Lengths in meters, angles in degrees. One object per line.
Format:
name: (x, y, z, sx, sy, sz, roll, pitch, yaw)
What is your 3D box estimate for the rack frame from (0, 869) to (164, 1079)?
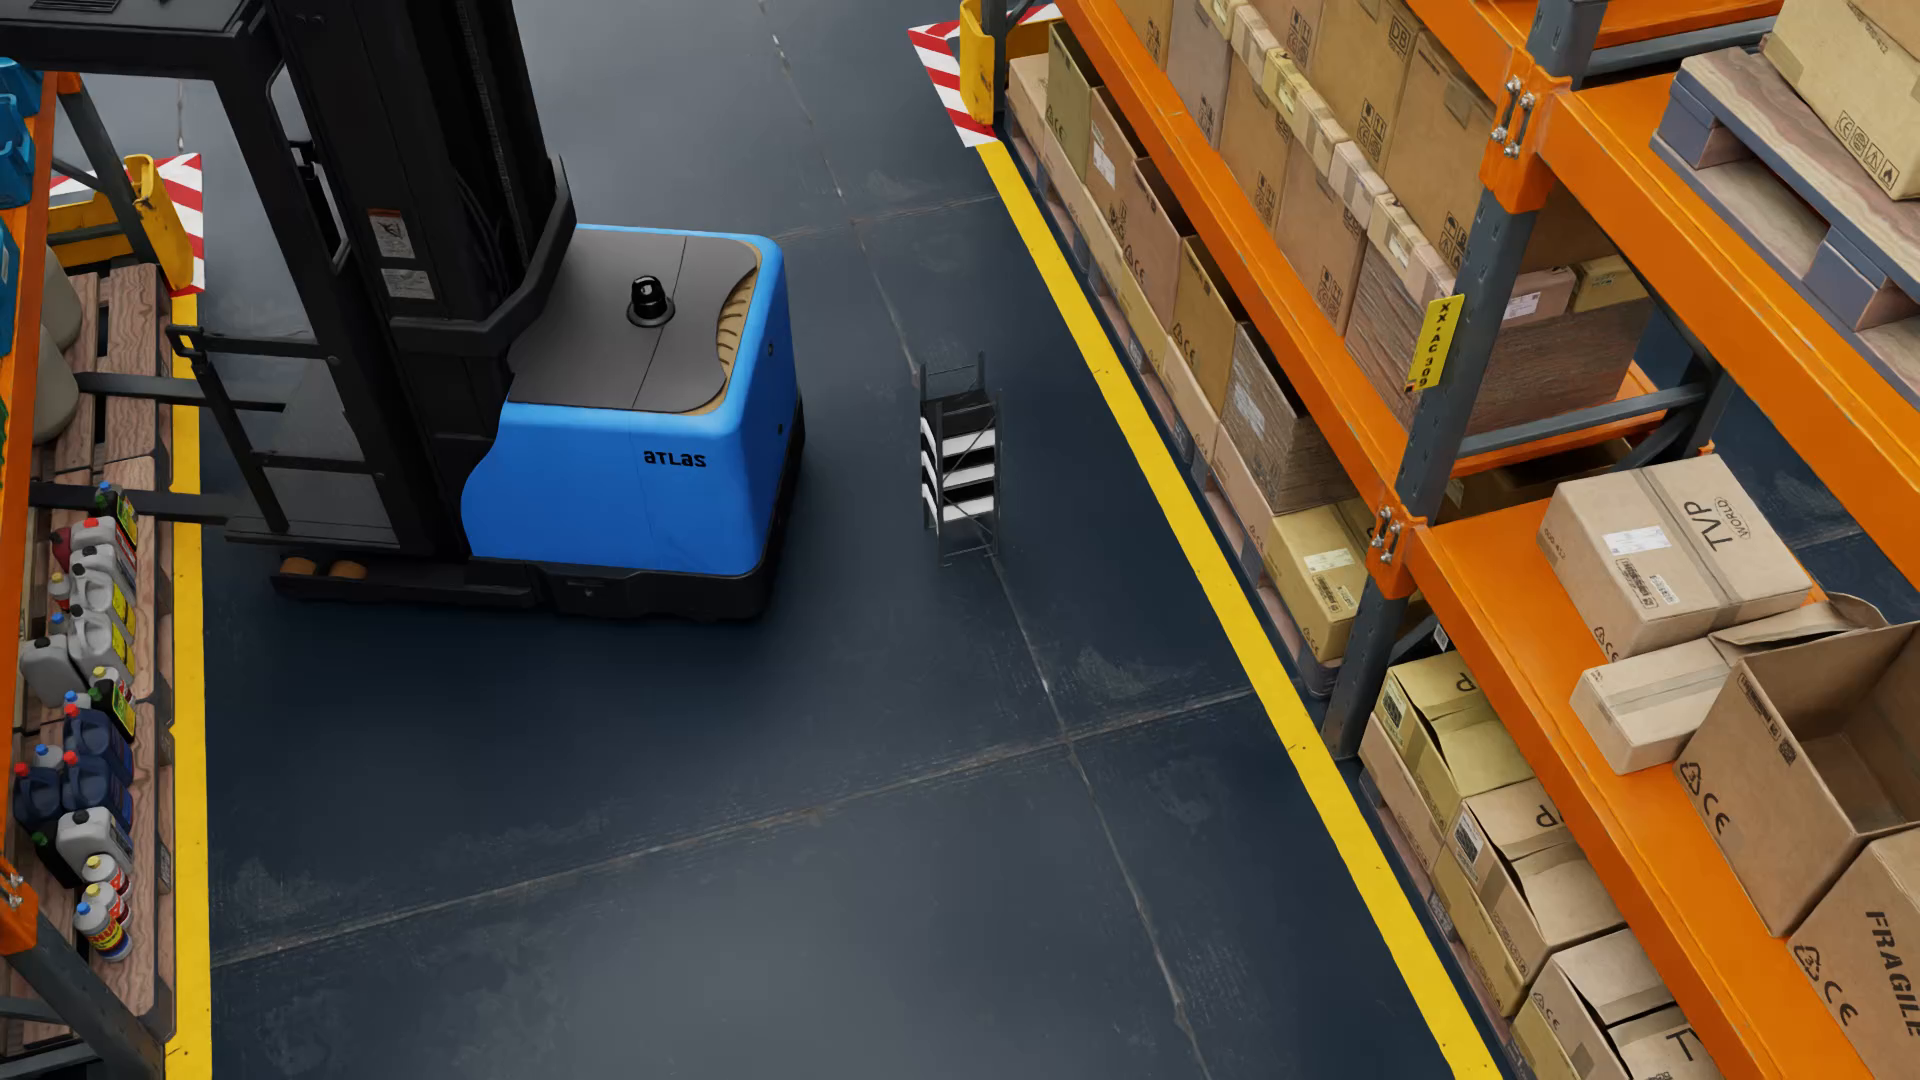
rack frame: (-2.951, 0.778, 3.922, 1.000, 3.000, 0.127, -13, 51, -11)

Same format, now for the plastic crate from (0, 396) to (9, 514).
plastic crate: (-3.083, -0.209, 4.892, 0.450, 0.188, 0.662, -13, 51, -11)

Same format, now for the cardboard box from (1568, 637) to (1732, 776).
cardboard box: (1.849, 0.435, 4.375, 0.380, 0.149, 0.250, -13, 51, -11)

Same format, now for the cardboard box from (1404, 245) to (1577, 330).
cardboard box: (1.497, -0.730, 4.704, 0.380, 0.149, 0.250, -13, 51, -11)

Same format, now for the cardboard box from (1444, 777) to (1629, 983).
cardboard box: (1.809, 0.956, 4.929, 0.500, 0.311, 0.500, -14, 51, -11)

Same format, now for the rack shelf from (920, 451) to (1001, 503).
rack shelf: (0.002, -0.263, 6.216, 0.258, 0.077, 0.200, -13, 51, -11)

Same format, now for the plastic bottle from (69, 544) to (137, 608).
plastic bottle: (-3.082, 0.127, 5.965, 0.152, 0.276, 0.135, -15, 51, -12)

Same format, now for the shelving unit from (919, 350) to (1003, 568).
shelving unit: (0.002, -0.284, 6.191, 0.258, 0.900, 0.210, -13, 51, -11)

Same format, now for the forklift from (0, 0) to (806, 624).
forklift: (-2.181, -1.109, 5.557, 3.031, 2.935, 1.130, 4, 50, 4)

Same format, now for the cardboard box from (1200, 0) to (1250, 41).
cardboard box: (1.042, -1.851, 5.649, 0.380, 0.149, 0.250, -12, 51, -10)

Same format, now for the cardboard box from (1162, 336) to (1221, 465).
cardboard box: (1.136, -0.607, 6.613, 0.500, 0.250, 0.500, -13, 51, -11)

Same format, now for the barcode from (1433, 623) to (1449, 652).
barcode: (1.460, 0.296, 5.047, 0.001, 0.075, 0.075, -13, 51, -11)

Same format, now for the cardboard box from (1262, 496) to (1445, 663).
cardboard box: (1.436, 0.123, 5.998, 0.500, 0.250, 0.500, -13, 51, -11)

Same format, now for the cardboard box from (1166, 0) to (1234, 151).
cardboard box: (1.185, -1.819, 6.046, 0.700, 0.500, 0.500, -12, 51, -10)

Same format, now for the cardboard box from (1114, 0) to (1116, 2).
cardboard box: (0.885, -2.566, 6.676, 0.700, 0.500, 0.500, -12, 51, -10)

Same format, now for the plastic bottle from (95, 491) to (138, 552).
plastic bottle: (-3.120, -0.086, 6.139, 0.061, 0.283, 0.133, -12, 51, -10)

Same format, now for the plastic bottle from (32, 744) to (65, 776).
plastic bottle: (-2.951, 0.754, 5.439, 0.097, 0.271, 0.097, 0, 50, 0)

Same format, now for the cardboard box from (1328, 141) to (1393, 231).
cardboard box: (1.346, -1.102, 5.017, 0.380, 0.149, 0.250, -15, 51, -12)

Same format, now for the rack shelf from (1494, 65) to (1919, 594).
rack shelf: (2.374, 0.387, 2.760, 1.077, 0.370, 4.000, -13, 51, -11)

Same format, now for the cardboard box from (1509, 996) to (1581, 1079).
cardboard box: (1.970, 1.514, 4.825, 0.500, 0.250, 0.500, -15, 51, -12)

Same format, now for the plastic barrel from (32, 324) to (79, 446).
plastic barrel: (-3.718, -0.647, 6.476, 0.421, 0.512, 0.421, 0, 50, 0)

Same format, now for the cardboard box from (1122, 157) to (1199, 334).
cardboard box: (0.986, -1.213, 6.634, 0.500, 0.500, 0.500, -13, 51, -11)

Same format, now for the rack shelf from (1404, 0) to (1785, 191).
rack shelf: (1.191, -2.535, 5.223, 1.077, 0.370, 4.000, -13, 51, -11)

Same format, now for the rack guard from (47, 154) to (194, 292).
rack guard: (-4.066, -1.293, 7.302, 1.175, 0.500, 0.348, -13, 51, -11)

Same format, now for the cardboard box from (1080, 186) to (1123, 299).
cardboard box: (0.844, -1.338, 7.229, 0.500, 0.250, 0.500, -13, 51, -11)

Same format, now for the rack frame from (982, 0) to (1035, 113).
rack frame: (0.599, -3.260, 7.326, 1.000, 3.000, 0.127, -13, 51, -11)

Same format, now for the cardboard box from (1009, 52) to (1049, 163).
cardboard box: (0.545, -2.067, 7.844, 0.500, 0.250, 0.500, -13, 51, -11)

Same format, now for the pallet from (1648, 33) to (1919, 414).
pallet: (2.055, -0.603, 3.249, 0.805, 0.209, 1.217, -15, 52, -12)

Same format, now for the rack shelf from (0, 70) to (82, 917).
rack shelf: (-3.542, -0.451, 5.428, 1.077, 0.370, 4.000, -13, 51, -11)

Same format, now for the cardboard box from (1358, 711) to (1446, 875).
cardboard box: (1.665, 0.763, 5.459, 0.500, 0.250, 0.500, -14, 51, -12)

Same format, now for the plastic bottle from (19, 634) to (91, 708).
plastic bottle: (-3.109, 0.435, 5.705, 0.152, 0.276, 0.135, -13, 51, -11)

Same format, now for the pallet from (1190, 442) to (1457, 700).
pallet: (1.587, -0.030, 6.427, 1.003, 0.211, 1.213, -13, 51, -11)

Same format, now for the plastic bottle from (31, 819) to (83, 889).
plastic bottle: (-2.850, 0.975, 5.245, 0.061, 0.283, 0.133, -13, 51, -11)

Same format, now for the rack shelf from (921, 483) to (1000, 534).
rack shelf: (0.002, -0.147, 6.354, 0.258, 0.077, 0.200, -13, 51, -11)

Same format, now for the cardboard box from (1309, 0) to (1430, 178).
cardboard box: (1.494, -1.481, 4.912, 0.700, 0.500, 0.500, -13, 51, -11)

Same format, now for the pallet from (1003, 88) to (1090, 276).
pallet: (0.865, -1.813, 7.930, 1.003, 0.211, 1.213, -13, 51, -11)

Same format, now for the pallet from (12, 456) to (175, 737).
pallet: (-3.474, 0.285, 6.162, 1.003, 0.211, 1.213, -13, 51, -11)

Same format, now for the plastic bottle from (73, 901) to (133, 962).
plastic bottle: (-2.626, 1.184, 5.076, 0.097, 0.271, 0.097, 0, 50, 0)

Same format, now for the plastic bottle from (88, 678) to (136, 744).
plastic bottle: (-2.858, 0.561, 5.594, 0.061, 0.283, 0.133, -11, 51, -9)

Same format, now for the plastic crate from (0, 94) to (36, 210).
plastic crate: (-3.513, -1.322, 5.789, 0.499, 0.251, 0.408, -13, 51, -11)

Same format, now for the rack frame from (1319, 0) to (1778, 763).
rack frame: (1.782, -0.339, 4.863, 1.000, 3.000, 0.127, -13, 51, -11)

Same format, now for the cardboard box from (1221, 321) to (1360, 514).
cardboard box: (1.299, -0.487, 6.021, 0.500, 0.500, 0.500, -13, 51, -11)

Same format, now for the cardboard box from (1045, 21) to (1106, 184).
cardboard box: (0.695, -1.944, 7.250, 0.500, 0.500, 0.500, -13, 51, -11)

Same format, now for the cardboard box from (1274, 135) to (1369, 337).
cardboard box: (1.483, -1.078, 5.421, 0.700, 0.500, 0.500, -14, 51, -11)

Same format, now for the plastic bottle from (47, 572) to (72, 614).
plastic bottle: (-3.196, 0.193, 5.958, 0.097, 0.201, 0.097, 0, 50, 0)

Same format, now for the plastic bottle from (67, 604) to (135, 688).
plastic bottle: (-2.975, 0.359, 5.720, 0.144, 0.351, 0.185, -14, 51, -11)

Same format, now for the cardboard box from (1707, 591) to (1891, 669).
cardboard box: (2.218, 0.305, 4.409, 0.396, 0.266, 0.258, -14, 51, -12)

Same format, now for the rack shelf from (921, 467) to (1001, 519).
rack shelf: (0.002, -0.205, 6.285, 0.258, 0.077, 0.200, -13, 51, -11)

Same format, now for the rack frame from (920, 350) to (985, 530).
rack frame: (-0.028, -0.358, 6.253, 0.240, 0.900, 0.006, -13, 51, -11)

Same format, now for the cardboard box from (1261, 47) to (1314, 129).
cardboard box: (1.198, -1.474, 5.331, 0.380, 0.149, 0.250, -14, 51, -11)

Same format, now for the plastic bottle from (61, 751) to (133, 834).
plastic bottle: (-2.793, 0.807, 5.342, 0.144, 0.351, 0.185, -12, 51, -10)

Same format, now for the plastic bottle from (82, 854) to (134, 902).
plastic bottle: (-2.686, 1.058, 5.228, 0.097, 0.201, 0.097, 0, 50, 0)

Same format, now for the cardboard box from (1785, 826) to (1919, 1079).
cardboard box: (2.298, 0.944, 3.717, 0.500, 0.500, 0.500, -13, 51, -11)
